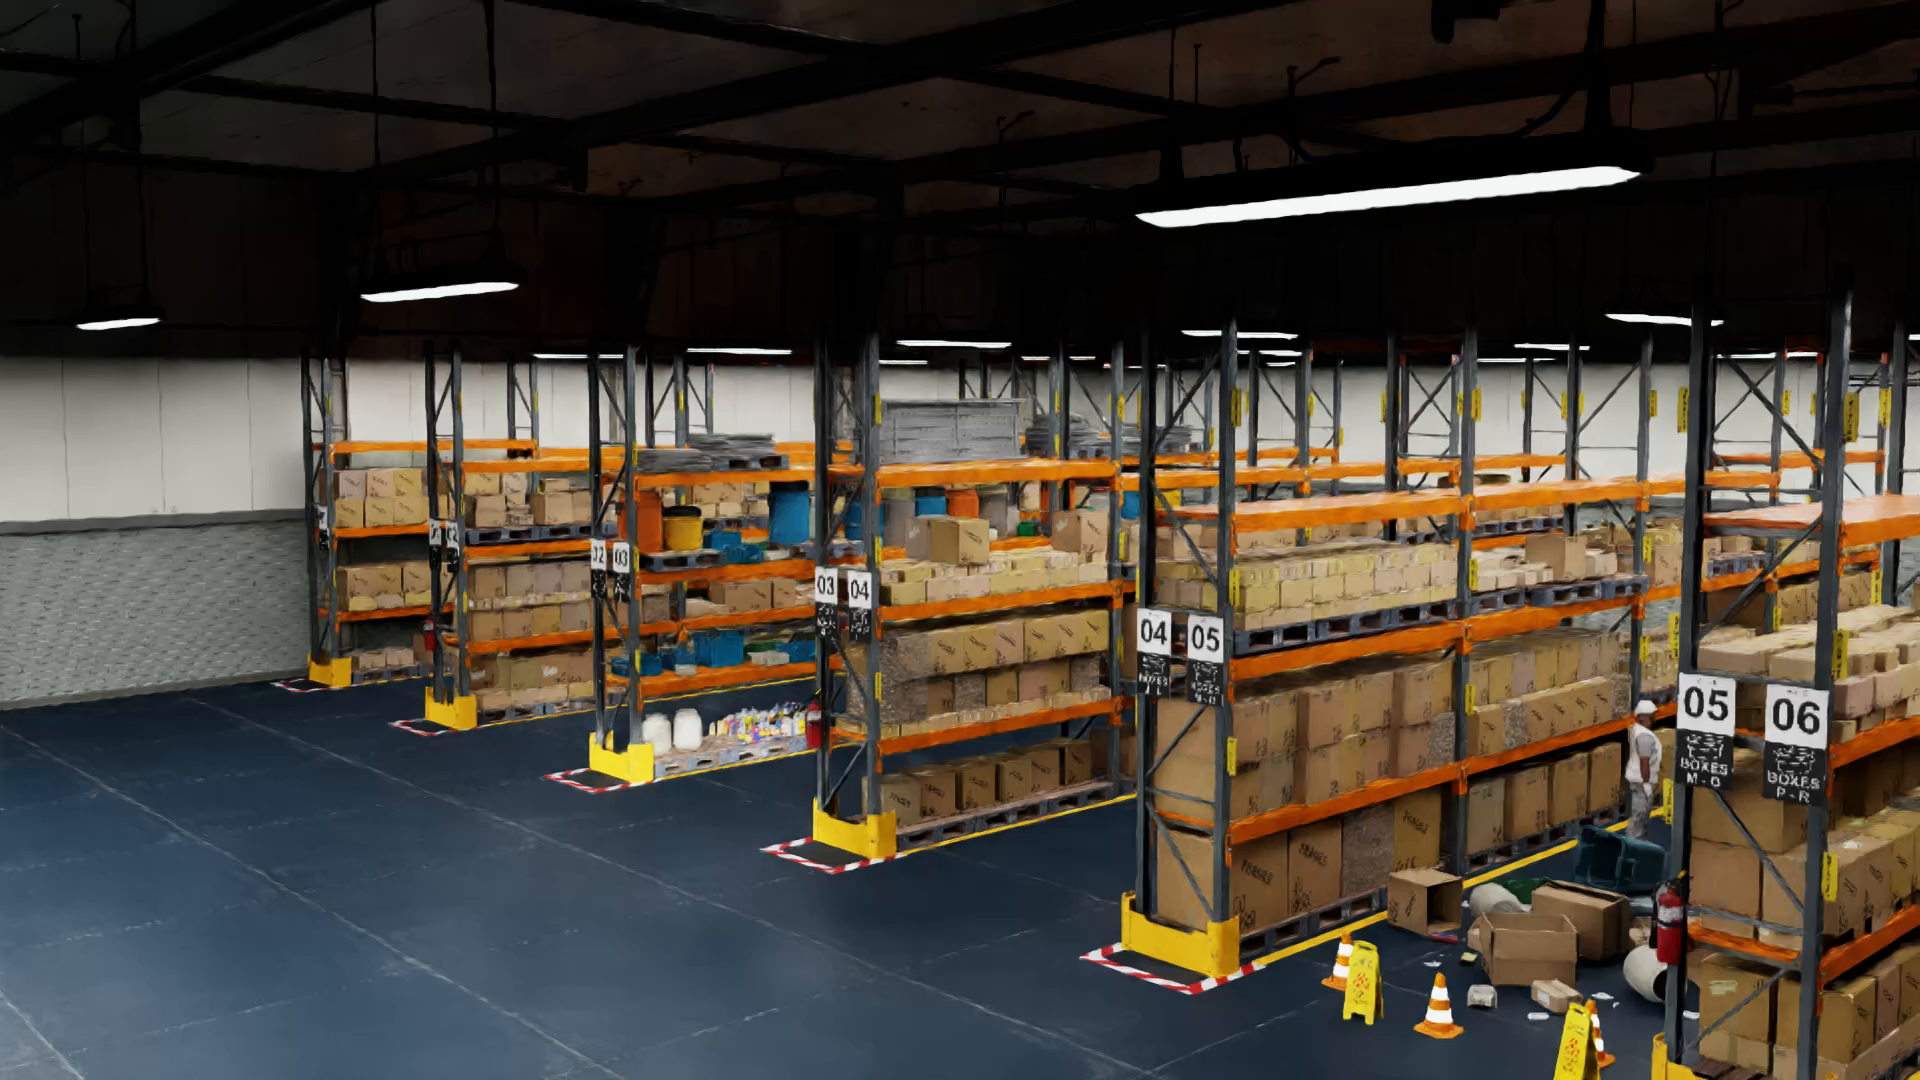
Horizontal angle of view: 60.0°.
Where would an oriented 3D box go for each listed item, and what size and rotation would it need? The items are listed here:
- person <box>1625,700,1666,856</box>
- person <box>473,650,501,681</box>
[{"bbox_3d":[7.568,2.649,18.309,0.456,1.786,0.619,2,5,17],"label":"person"},{"bbox_3d":[-8.089,1.832,28.290,0.525,1.677,0.454,-1,5,-12],"label":"person"}]
